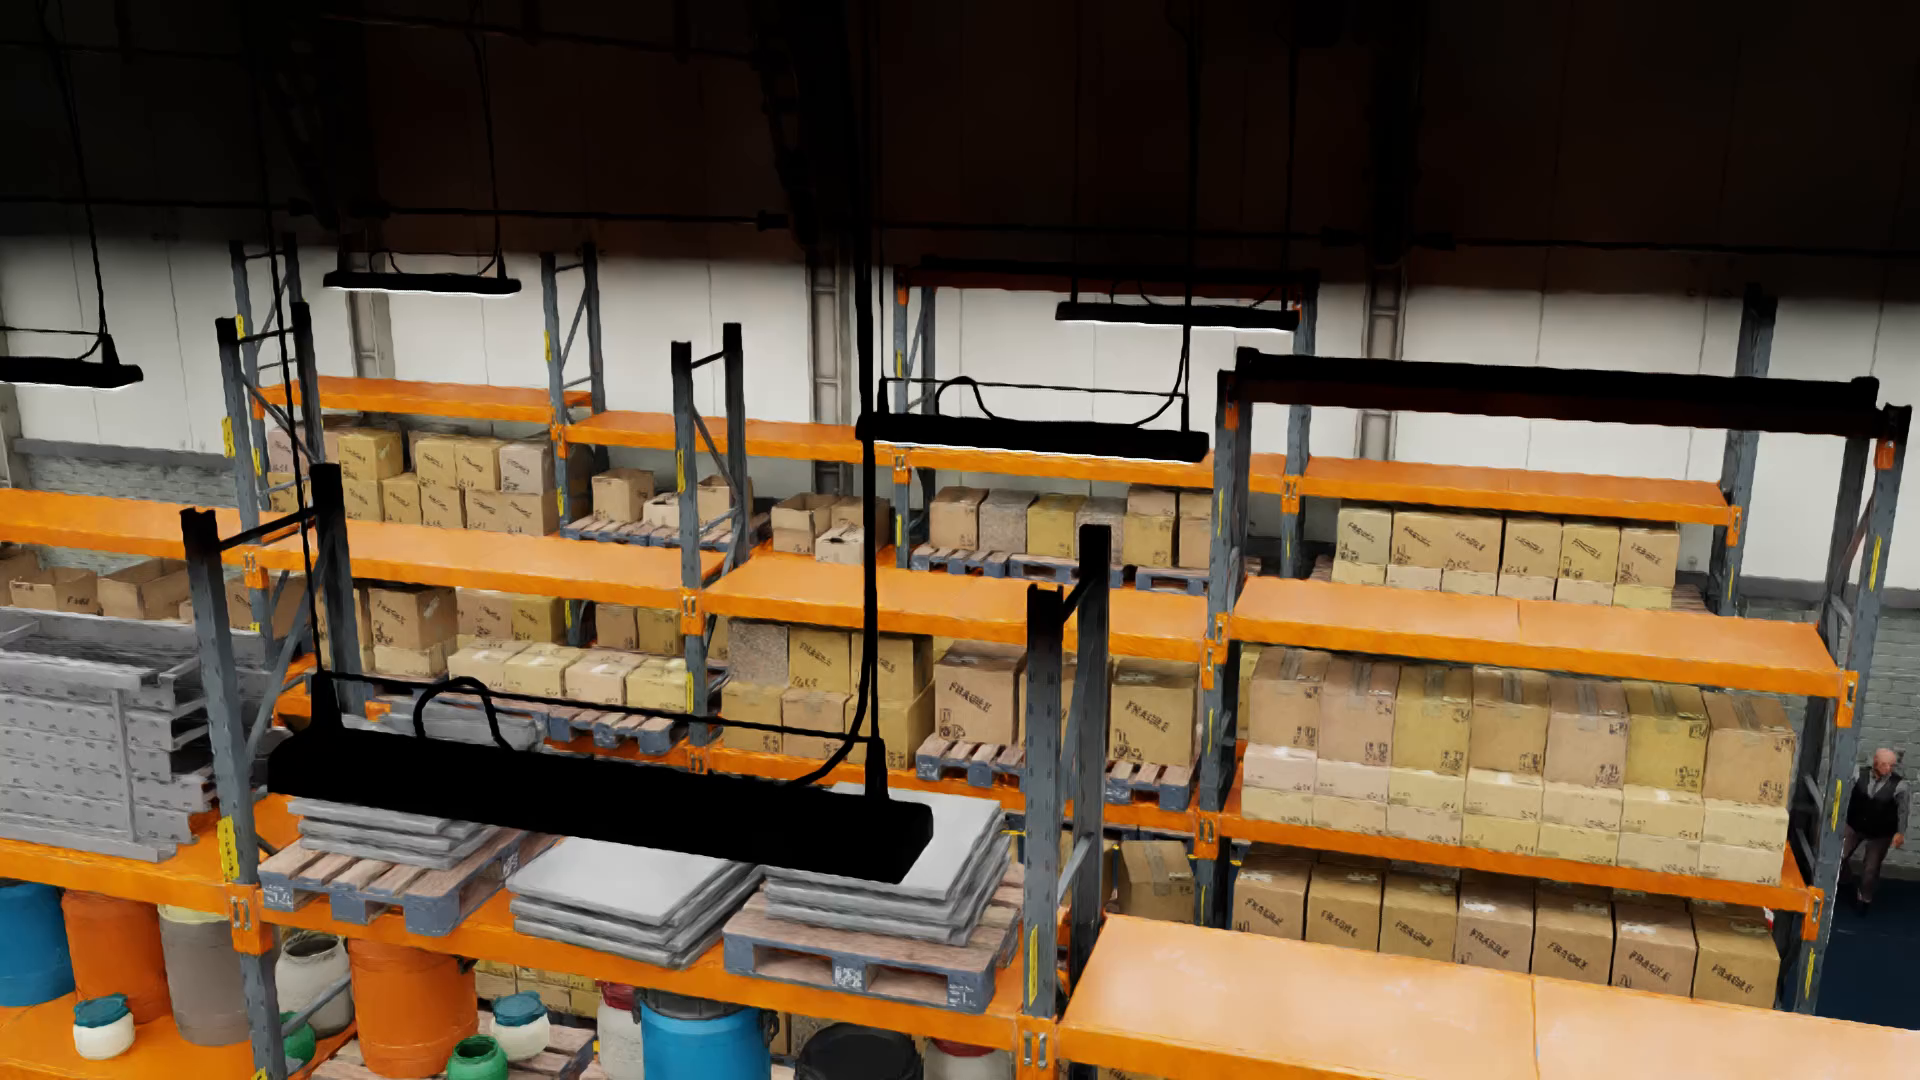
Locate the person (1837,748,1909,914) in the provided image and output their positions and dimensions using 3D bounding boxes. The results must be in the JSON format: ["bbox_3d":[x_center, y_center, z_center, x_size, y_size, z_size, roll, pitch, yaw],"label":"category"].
[{"bbox_3d":[8.713,2.767,16.023,0.435,1.713,0.695,-15,22,-43],"label":"person"}]
